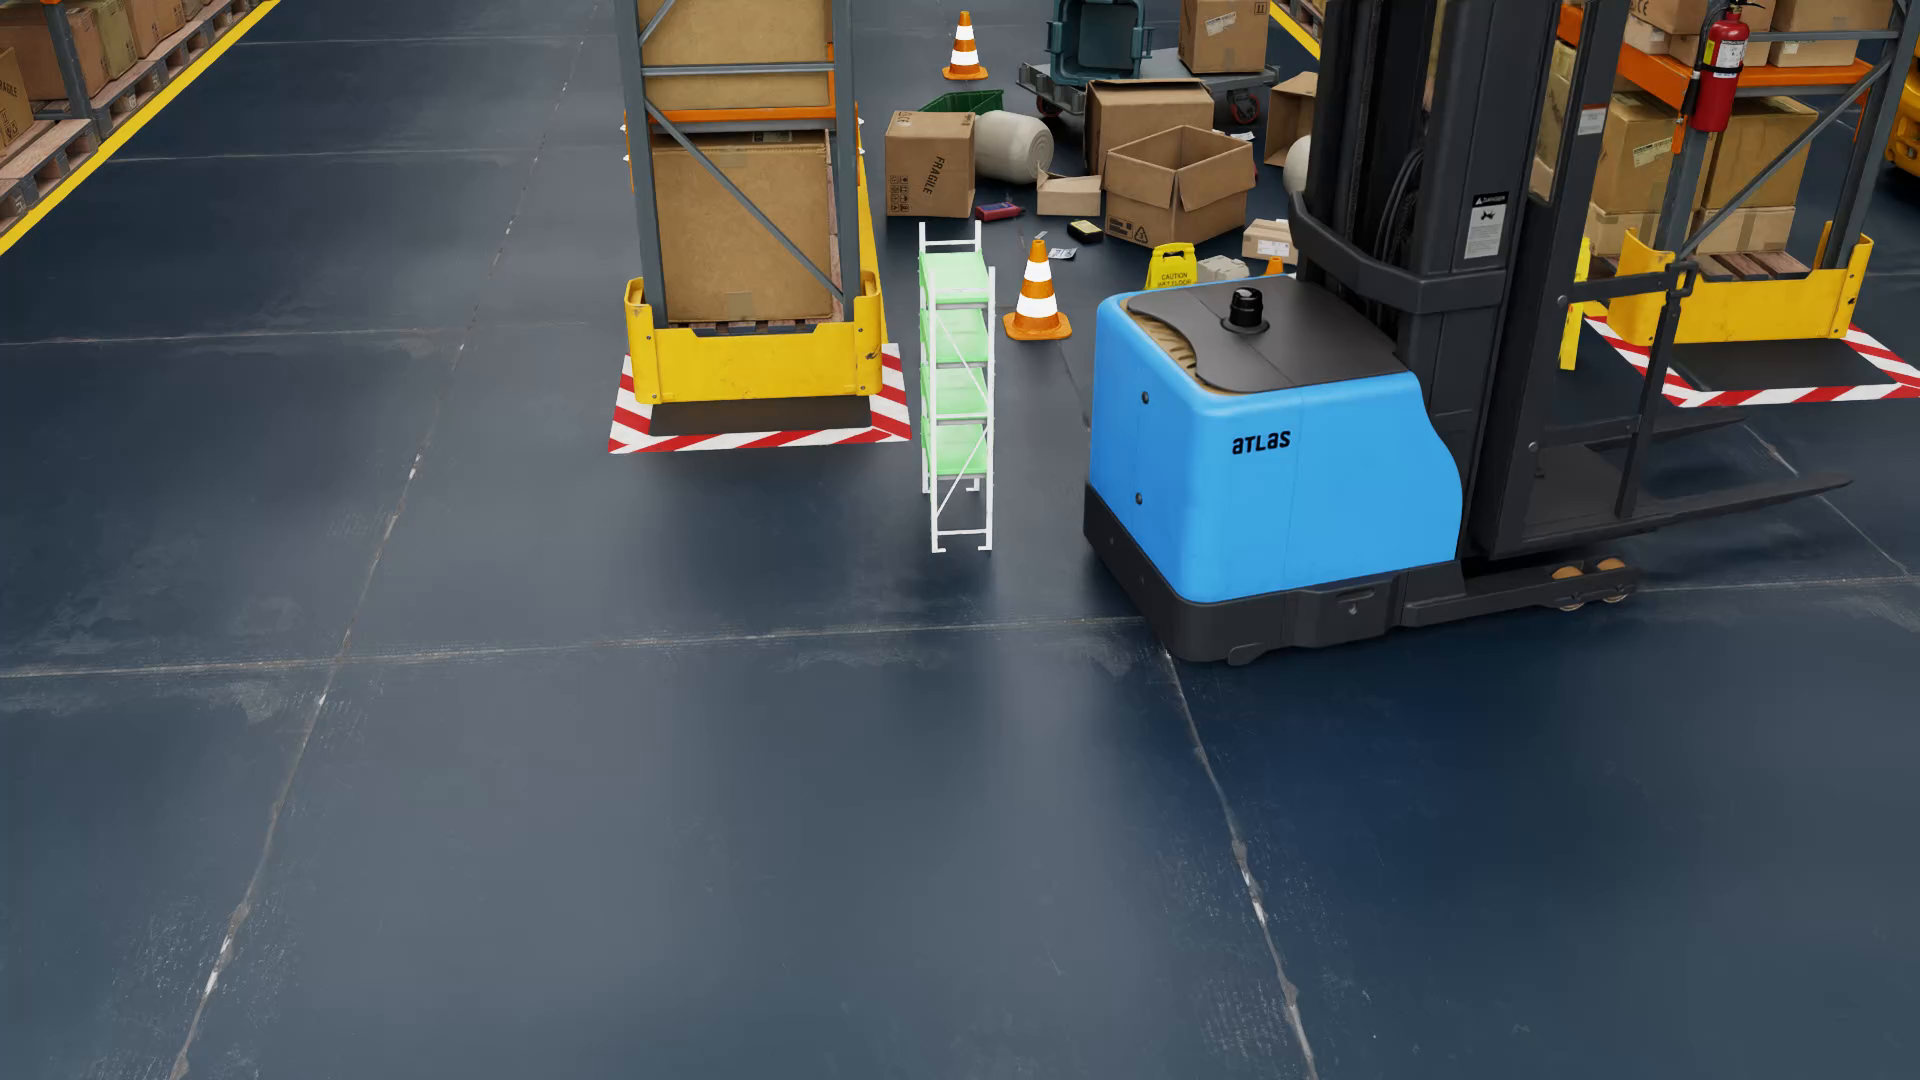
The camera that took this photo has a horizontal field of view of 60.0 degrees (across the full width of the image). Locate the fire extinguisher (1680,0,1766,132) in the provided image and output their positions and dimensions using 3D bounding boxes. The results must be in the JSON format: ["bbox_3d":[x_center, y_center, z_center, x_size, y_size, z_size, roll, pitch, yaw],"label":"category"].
[{"bbox_3d":[3.505,-2.226,7.627,0.296,0.674,0.183,-3,31,-5],"label":"fire extinguisher"}]

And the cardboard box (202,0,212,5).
[{"bbox_3d":[-6.578,-4.724,13.742,0.700,0.500,0.500,-4,31,-7],"label":"cardboard box"}]

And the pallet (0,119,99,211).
[{"bbox_3d":[-6.189,-2.369,10.510,1.003,0.211,1.213,-3,31,-5],"label":"pallet"}]

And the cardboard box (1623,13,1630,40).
[{"bbox_3d":[3.569,-2.669,8.537,0.380,0.149,0.250,-3,31,-5],"label":"cardboard box"}]

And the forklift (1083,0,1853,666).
[{"bbox_3d":[2.069,-1.239,5.965,3.031,2.935,1.130,-9,32,-15],"label":"forklift"}]

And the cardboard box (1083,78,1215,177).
[{"bbox_3d":[1.173,-2.579,10.444,0.797,0.637,0.503,-3,31,-5],"label":"cardboard box"}]

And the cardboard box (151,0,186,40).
[{"bbox_3d":[-6.454,-4.152,12.785,0.700,0.500,0.500,0,31,0],"label":"cardboard box"}]

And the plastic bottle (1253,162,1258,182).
[{"bbox_3d":[1.833,-2.372,10.661,0.133,0.061,0.283,2,31,4],"label":"plastic bottle"}]

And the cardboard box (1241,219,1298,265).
[{"bbox_3d":[1.820,-1.688,9.431,0.380,0.149,0.250,13,33,21],"label":"cardboard box"}]

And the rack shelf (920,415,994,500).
[{"bbox_3d":[-0.015,-0.339,6.740,0.258,0.148,0.480,-3,31,-5],"label":"rack shelf"}]

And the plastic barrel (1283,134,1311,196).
[{"bbox_3d":[2.253,-2.216,10.047,0.512,0.421,0.421,20,36,29],"label":"plastic barrel"}]

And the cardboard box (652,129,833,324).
[{"bbox_3d":[-1.095,-1.662,8.270,0.875,0.875,0.875,-3,31,-4],"label":"cardboard box"}]

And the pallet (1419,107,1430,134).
[{"bbox_3d":[3.678,-2.844,11.305,1.003,0.211,1.213,-3,31,-5],"label":"pallet"}]

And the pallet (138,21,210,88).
[{"bbox_3d":[-6.478,-3.732,12.792,1.003,0.211,1.213,-3,31,-5],"label":"pallet"}]

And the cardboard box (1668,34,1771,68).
[{"bbox_3d":[3.705,-2.413,8.109,0.380,0.149,0.250,-2,31,-3],"label":"cardboard box"}]

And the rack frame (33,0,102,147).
[{"bbox_3d":[-6.287,-3.907,10.366,1.000,3.000,0.127,-3,31,-5],"label":"rack frame"}]

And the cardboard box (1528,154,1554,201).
[{"bbox_3d":[3.569,-2.004,9.452,0.500,0.250,0.500,-3,31,-4],"label":"cardboard box"}]

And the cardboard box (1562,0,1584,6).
[{"bbox_3d":[3.516,-3.062,9.197,0.380,0.149,0.250,-3,31,-5],"label":"cardboard box"}]

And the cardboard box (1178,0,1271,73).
[{"bbox_3d":[1.810,-3.533,11.439,0.500,0.500,0.500,-3,31,-5],"label":"cardboard box"}]

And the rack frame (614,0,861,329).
[{"bbox_3d":[-0.966,-2.051,7.259,1.000,3.000,0.127,-3,31,-5],"label":"rack frame"}]

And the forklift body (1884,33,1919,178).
[{"bbox_3d":[6.901,-3.096,9.835,2.313,2.155,1.214,-3,31,-5],"label":"forklift body"}]

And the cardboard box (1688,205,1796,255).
[{"bbox_3d":[4.153,-1.765,9.051,0.500,0.250,0.500,-3,31,-5],"label":"cardboard box"}]

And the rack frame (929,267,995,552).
[{"bbox_3d":[0.007,-0.475,6.375,0.240,1.200,0.015,-3,31,-5],"label":"rack frame"}]

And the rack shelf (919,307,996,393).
[{"bbox_3d":[-0.015,-0.751,6.494,0.258,0.148,0.480,-3,31,-5],"label":"rack shelf"}]

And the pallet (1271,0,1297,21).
[{"bbox_3d":[3.277,-4.828,14.627,1.003,0.211,1.213,-3,31,-5],"label":"pallet"}]

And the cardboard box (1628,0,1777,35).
[{"bbox_3d":[3.628,-2.774,8.082,0.500,0.500,0.500,-3,31,-5],"label":"cardboard box"}]

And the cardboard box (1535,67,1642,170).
[{"bbox_3d":[3.567,-2.324,9.257,0.500,0.500,0.500,-2,31,-3],"label":"cardboard box"}]

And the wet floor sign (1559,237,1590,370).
[{"bbox_3d":[2.906,-1.181,8.097,0.267,0.644,0.232,8,32,13],"label":"wet floor sign"}]

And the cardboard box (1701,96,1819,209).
[{"bbox_3d":[4.151,-2.099,8.879,0.500,0.500,0.500,-4,31,-6],"label":"cardboard box"}]

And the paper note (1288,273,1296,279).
[{"bbox_3d":[1.883,-1.452,9.152,0.148,0.019,0.142,-14,33,-22],"label":"paper note"}]

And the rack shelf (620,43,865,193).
[{"bbox_3d":[-1.152,-2.763,9.153,1.077,0.370,4.000,-3,31,-5],"label":"rack shelf"}]

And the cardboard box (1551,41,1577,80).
[{"bbox_3d":[3.497,-2.649,9.168,0.380,0.149,0.250,-2,31,-4],"label":"cardboard box"}]

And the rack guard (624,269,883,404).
[{"bbox_3d":[-0.963,-0.966,7.879,1.175,0.500,0.348,-3,31,-5],"label":"rack guard"}]

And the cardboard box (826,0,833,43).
[{"bbox_3d":[-1.046,-2.874,8.491,0.875,0.550,0.550,-3,31,-5],"label":"cardboard box"}]

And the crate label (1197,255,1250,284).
[{"bbox_3d":[1.420,-1.440,9.028,0.250,0.136,0.298,-20,36,-30],"label":"crate label"}]

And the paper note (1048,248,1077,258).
[{"bbox_3d":[0.582,-1.636,9.461,0.144,0.017,0.142,8,32,13],"label":"paper note"}]

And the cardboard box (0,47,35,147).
[{"bbox_3d":[-6.289,-2.808,10.554,0.500,0.500,0.500,-4,31,-6],"label":"cardboard box"}]

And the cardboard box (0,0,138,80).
[{"bbox_3d":[-6.349,-3.582,11.830,0.700,0.500,0.500,-3,31,-5],"label":"cardboard box"}]

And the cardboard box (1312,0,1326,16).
[{"bbox_3d":[3.391,-4.424,13.384,0.950,0.372,0.625,-2,31,-3],"label":"cardboard box"}]

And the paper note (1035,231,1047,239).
[{"bbox_3d":[0.475,-1.785,9.729,0.032,0.001,0.123,13,33,21],"label":"paper note"}]

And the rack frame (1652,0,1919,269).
[{"bbox_3d":[3.953,-2.340,7.742,1.000,3.000,0.127,-3,31,-5],"label":"rack frame"}]

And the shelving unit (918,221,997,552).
[{"bbox_3d":[-0.015,-0.600,6.584,0.258,1.200,0.503,-3,31,-5],"label":"shelving unit"}]

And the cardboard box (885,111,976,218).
[{"bbox_3d":[-0.173,-2.278,10.073,0.500,0.500,0.500,2,31,4],"label":"cardboard box"}]

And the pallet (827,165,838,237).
[{"bbox_3d":[-1.229,-1.880,9.691,1.003,0.211,1.213,-3,31,-5],"label":"pallet"}]

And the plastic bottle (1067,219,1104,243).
[{"bbox_3d":[0.716,-1.815,9.729,0.133,0.061,0.283,-14,33,-22],"label":"plastic bottle"}]

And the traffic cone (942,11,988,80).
[{"bbox_3d":[0.039,-3.761,12.596,0.336,0.463,0.334,-3,31,-5],"label":"traffic cone"}]
